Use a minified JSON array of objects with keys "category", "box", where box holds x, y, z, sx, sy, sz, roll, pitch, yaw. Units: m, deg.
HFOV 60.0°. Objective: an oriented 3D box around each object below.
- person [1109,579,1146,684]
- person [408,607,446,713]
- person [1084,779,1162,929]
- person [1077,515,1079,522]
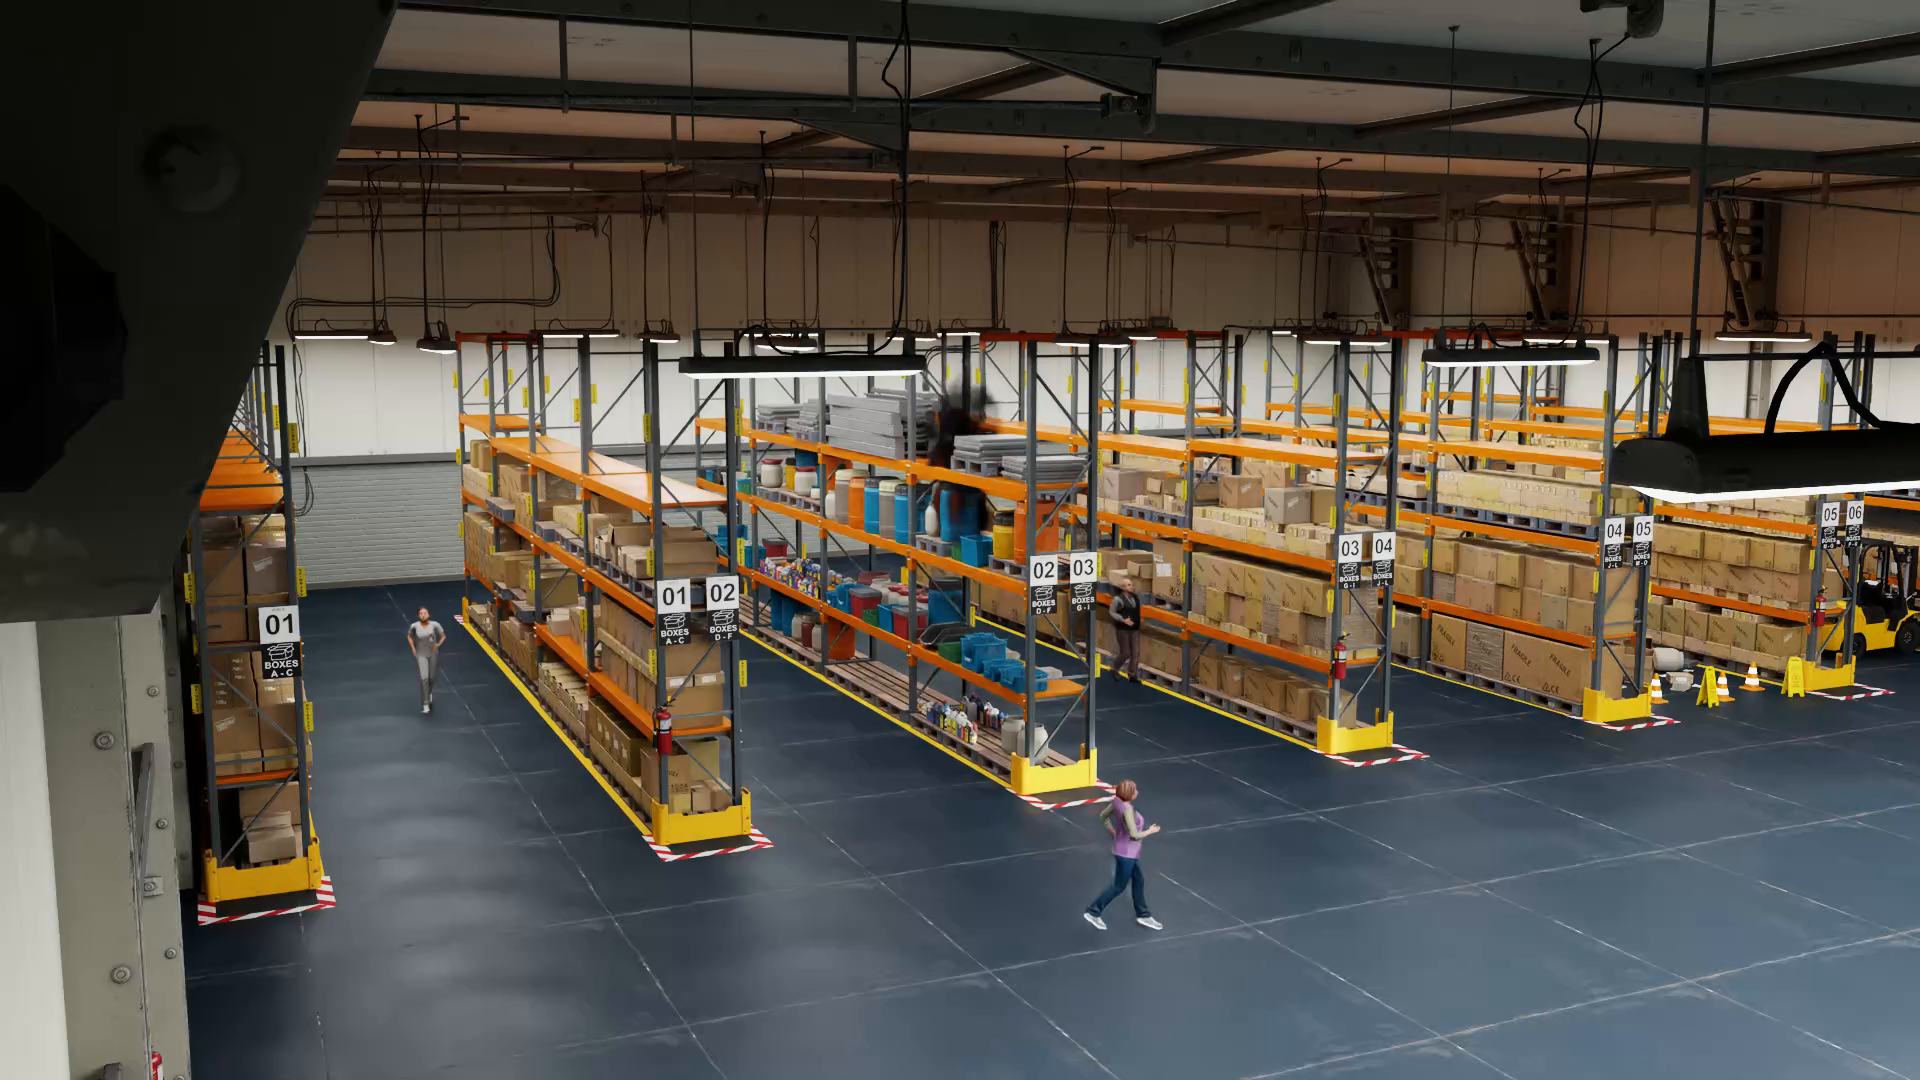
[{"category":"person","box":[2.769,1.512,27.486,0.684,1.744,0.691,-5,9,-33]},{"category":"person","box":[-8.609,1.900,26.884,0.582,1.715,0.777,-3,8,-20]},{"category":"person","box":[1.683,3.283,17.036,0.838,1.518,0.525,-1,8,-5]},{"category":"person","box":[2.632,0.239,38.957,0.744,1.744,0.821,-1,8,-10]}]
